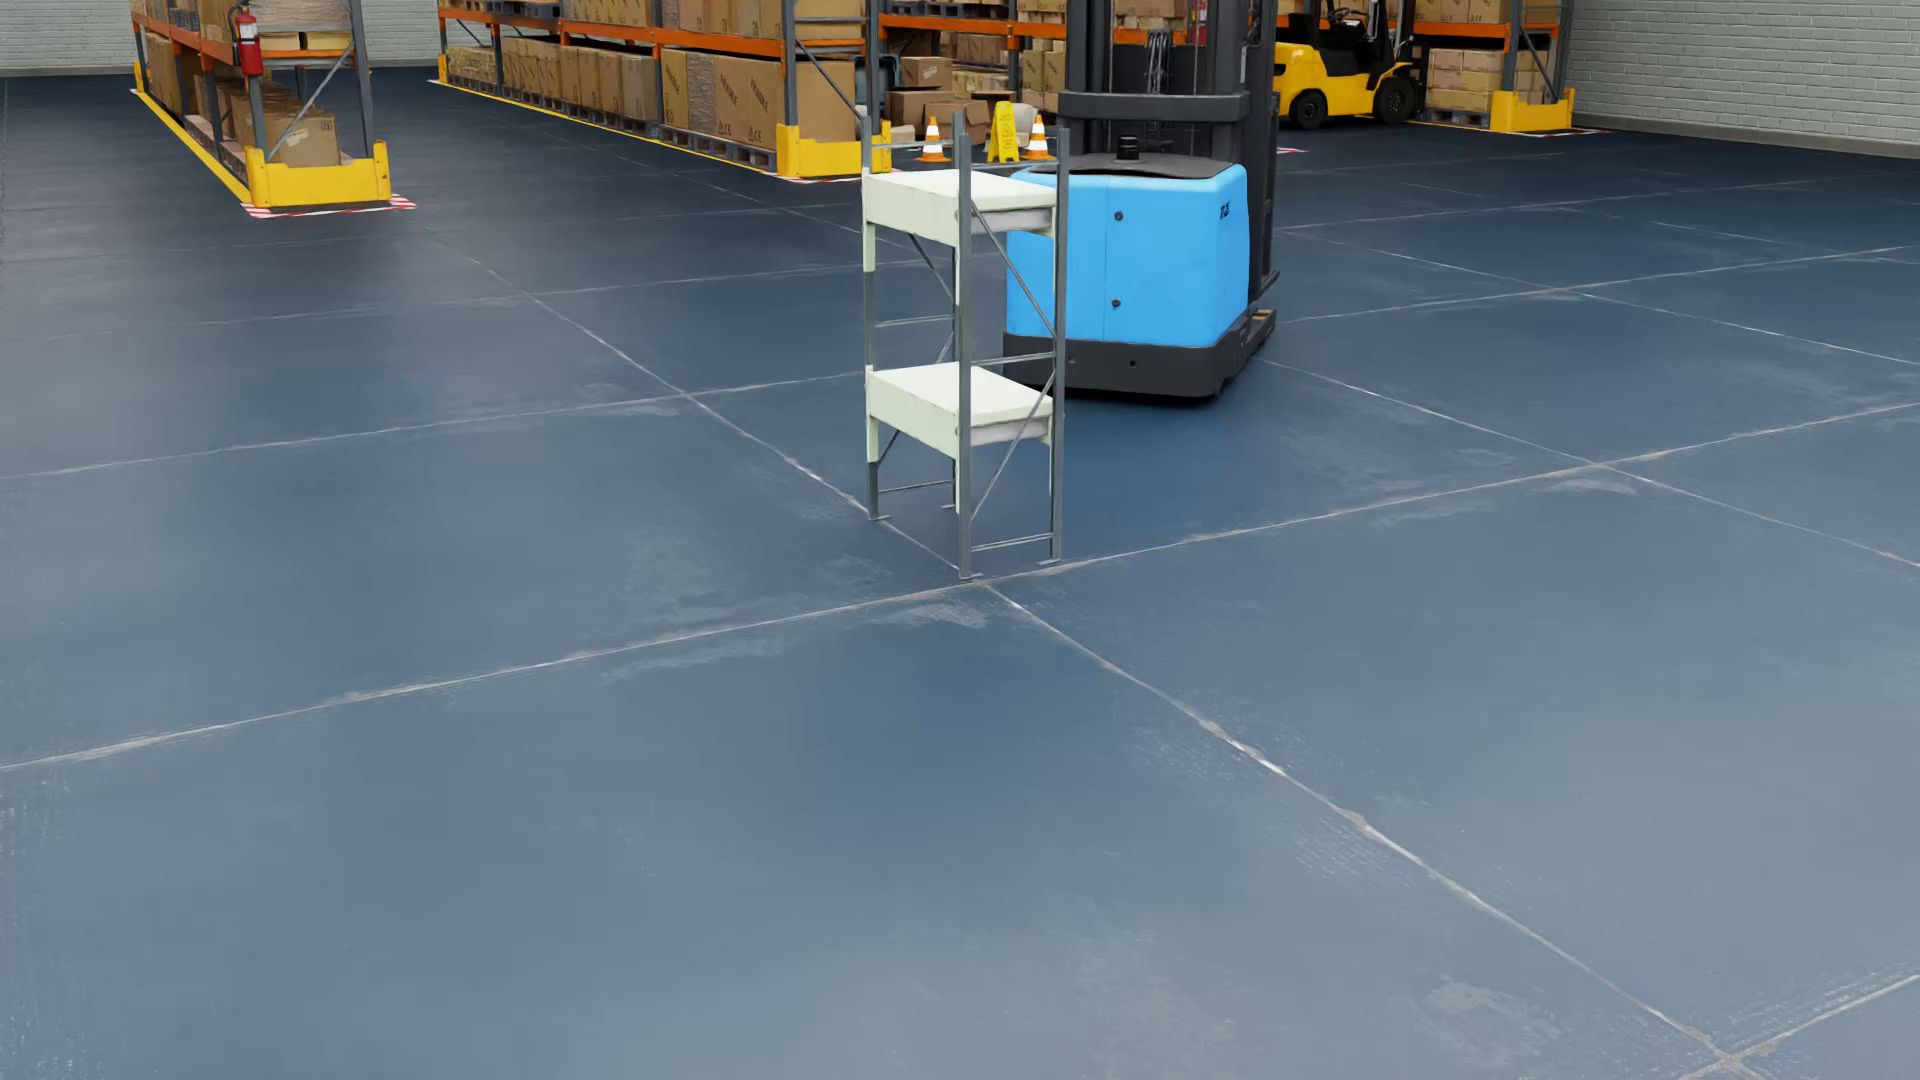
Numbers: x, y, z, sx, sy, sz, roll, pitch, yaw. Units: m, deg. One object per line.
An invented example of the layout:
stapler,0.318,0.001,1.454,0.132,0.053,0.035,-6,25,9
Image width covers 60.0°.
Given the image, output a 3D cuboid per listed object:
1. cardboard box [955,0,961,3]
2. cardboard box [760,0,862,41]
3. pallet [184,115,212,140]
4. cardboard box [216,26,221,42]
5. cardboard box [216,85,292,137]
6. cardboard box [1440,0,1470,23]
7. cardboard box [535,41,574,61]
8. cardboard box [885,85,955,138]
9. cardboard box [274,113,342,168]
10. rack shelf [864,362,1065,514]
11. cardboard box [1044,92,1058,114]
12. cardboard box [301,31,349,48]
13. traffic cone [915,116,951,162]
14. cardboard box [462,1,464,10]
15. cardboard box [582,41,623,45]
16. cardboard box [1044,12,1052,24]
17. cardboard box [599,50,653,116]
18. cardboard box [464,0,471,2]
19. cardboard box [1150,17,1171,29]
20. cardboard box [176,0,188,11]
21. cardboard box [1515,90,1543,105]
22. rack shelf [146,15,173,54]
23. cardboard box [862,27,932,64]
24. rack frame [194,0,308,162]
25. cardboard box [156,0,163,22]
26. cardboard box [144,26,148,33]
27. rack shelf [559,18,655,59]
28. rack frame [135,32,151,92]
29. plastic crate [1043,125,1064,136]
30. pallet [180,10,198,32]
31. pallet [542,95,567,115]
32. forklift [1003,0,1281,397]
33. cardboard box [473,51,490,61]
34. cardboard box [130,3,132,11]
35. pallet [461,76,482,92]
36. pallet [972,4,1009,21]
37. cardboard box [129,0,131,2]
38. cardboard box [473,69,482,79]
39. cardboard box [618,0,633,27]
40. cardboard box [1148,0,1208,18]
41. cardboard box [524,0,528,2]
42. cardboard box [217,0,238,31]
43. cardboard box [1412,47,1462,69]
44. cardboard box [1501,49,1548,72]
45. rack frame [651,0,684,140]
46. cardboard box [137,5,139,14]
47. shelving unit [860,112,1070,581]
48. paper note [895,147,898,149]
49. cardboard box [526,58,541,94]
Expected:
cardboard box,0.159,-7.610,23.328,0.380,0.149,0.250,-10,21,-27
cardboard box,-1.506,-5.357,16.826,0.875,0.550,0.550,-10,21,-27
pallet,-9.133,-5.201,20.880,1.003,0.211,1.213,-10,21,-27
cardboard box,-7.042,-4.940,16.233,0.380,0.149,0.250,-10,21,-27
cardboard box,-7.876,-4.801,18.604,0.700,0.500,0.500,-12,22,-31
cardboard box,6.682,-7.050,21.811,0.500,0.500,0.500,-9,21,-25
cardboard box,-5.894,-7.153,24.301,0.500,0.250,0.500,-10,21,-26
cardboard box,-0.496,-5.245,20.353,0.797,0.637,0.503,-10,21,-27
cardboard box,-5.985,-3.646,15.286,0.500,0.500,0.500,-6,20,-17
rack shelf,0.003,-0.399,5.988,0.431,0.370,0.720,-10,21,-27
cardboard box,1.424,-5.666,21.525,0.500,0.250,0.500,-9,21,-24
cardboard box,-5.731,-4.522,15.022,0.380,0.149,0.250,-10,21,-27
traffic cone,-0.293,-4.359,18.056,0.336,0.463,0.334,-10,21,-27
cardboard box,-8.237,-9.077,28.223,0.380,0.149,0.250,-9,21,-25
cardboard box,-5.204,-7.090,24.117,0.500,0.250,0.500,-11,22,-29
cardboard box,1.304,-6.735,21.437,0.380,0.149,0.250,-10,21,-27
cardboard box,-4.019,-5.911,21.469,1.050,0.750,0.750,-10,21,-27
cardboard box,-7.948,-9.206,27.603,0.500,0.500,0.500,-10,21,-27
cardboard box,2.434,-5.993,19.286,0.380,0.149,0.250,-10,22,-27
cardboard box,-8.909,-6.354,19.534,0.500,0.250,0.500,-11,22,-28
cardboard box,7.323,-5.822,21.976,0.500,0.250,0.500,-10,21,-26
rack shelf,-10.452,-6.978,22.857,1.077,0.370,4.000,-10,21,-27
cardboard box,-1.036,-7.684,26.414,0.875,0.875,0.875,-10,22,-27
rack frame,-7.603,-5.595,17.748,1.000,3.000,0.127,-10,21,-27
cardboard box,-10.436,-7.187,22.206,0.500,0.500,0.500,-11,22,-28
cardboard box,-12.927,-8.063,27.512,0.875,0.875,0.875,-10,21,-27
rack shelf,-4.140,-6.569,21.671,1.077,0.370,4.000,-10,21,-27
rack frame,-13.301,-9.040,27.731,1.000,3.000,0.127,-10,21,-27
plastic crate,1.142,-5.172,20.998,0.583,0.080,0.402,16,25,39
pallet,-8.526,-6.091,19.478,1.003,0.211,1.213,-10,21,-27
pallet,-5.459,-6.389,24.323,1.003,0.211,1.213,-10,21,-27
forklift,1.167,-2.507,8.903,1.130,2.935,3.031,6,20,18
cardboard box,-7.932,-8.112,27.858,0.380,0.149,0.250,-11,22,-29
cardboard box,-13.423,-8.768,27.328,0.380,0.149,0.250,-10,21,-26
pallet,-7.922,-7.851,28.560,1.003,0.211,1.213,-10,21,-27
pallet,0.884,-7.281,22.929,1.003,0.211,1.213,-10,21,-27
cardboard box,-13.311,-8.930,27.186,0.500,0.250,0.500,-11,22,-28
cardboard box,-7.966,-7.839,27.976,0.380,0.149,0.250,-10,21,-27
cardboard box,-3.913,-6.635,20.608,0.500,0.500,0.500,-10,22,-27
cardboard box,2.518,-6.283,19.132,0.500,0.500,0.500,-10,22,-28
cardboard box,-6.082,-7.850,24.025,0.380,0.149,0.250,-10,22,-27
cardboard box,-6.284,-4.922,15.187,0.875,0.500,0.500,-10,21,-27
cardboard box,6.395,-6.496,22.397,0.500,0.250,0.500,-10,21,-26
cardboard box,7.323,-6.291,21.802,0.500,0.250,0.500,-10,22,-27
rack frame,-3.190,-6.334,19.890,1.000,3.000,0.127,-10,21,-27
cardboard box,-12.565,-8.252,25.832,0.380,0.149,0.250,-10,21,-26
shelving unit,0.003,-0.707,5.881,0.431,1.500,0.755,-10,21,-27
paper note,-0.739,-4.552,19.309,0.032,0.001,0.123,1,19,2
cardboard box,-6.141,-6.947,24.853,0.500,0.500,0.500,-11,22,-29
